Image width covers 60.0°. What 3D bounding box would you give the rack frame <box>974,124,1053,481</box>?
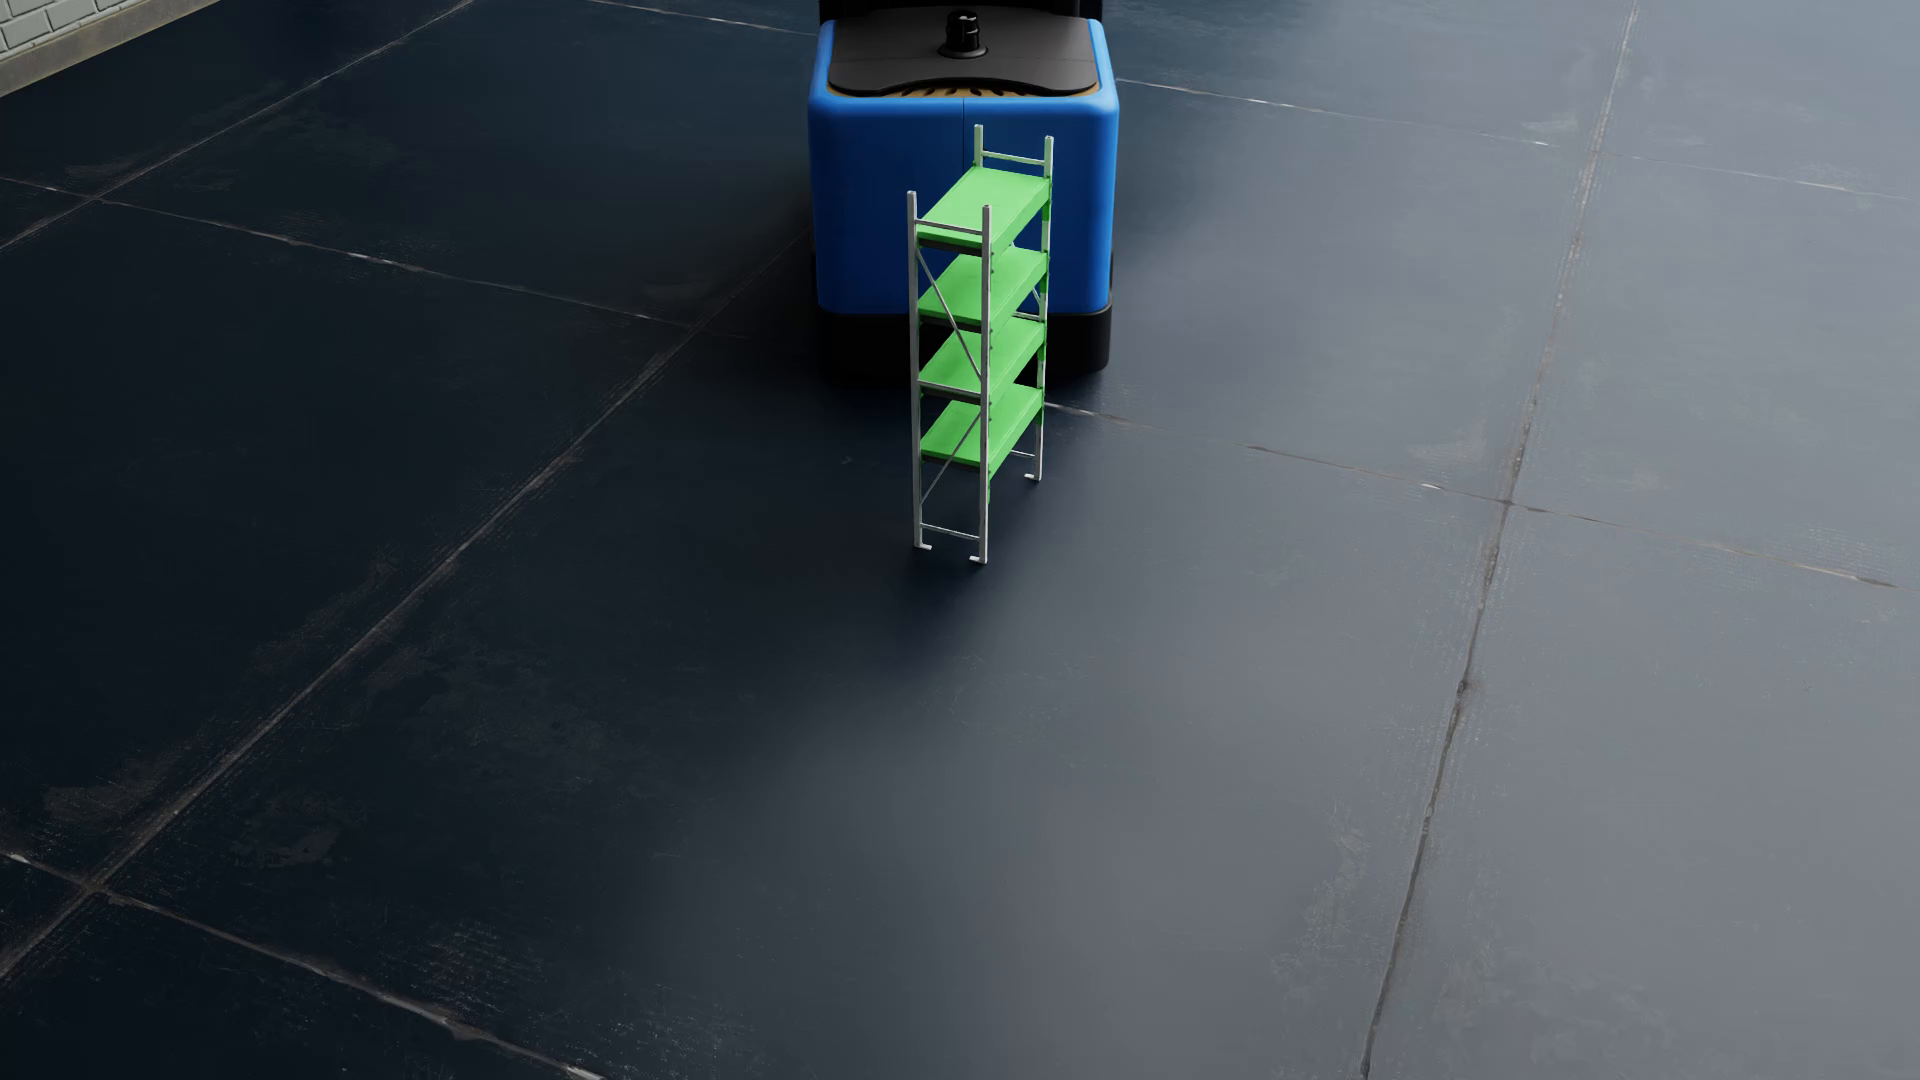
[{"bbox_3d":[0.156,-0.707,5.194,0.240,1.200,0.015,14,39,18],"label":"rack frame"}]

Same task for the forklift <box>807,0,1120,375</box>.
[{"bbox_3d":[0.001,-2.609,6.293,1.130,2.935,3.031,0,37,0],"label":"forklift"}]

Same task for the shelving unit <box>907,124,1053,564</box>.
[{"bbox_3d":[0.063,-0.572,5.013,0.258,1.200,0.503,14,39,18],"label":"shelving unit"}]

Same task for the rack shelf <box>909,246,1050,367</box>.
[{"bbox_3d":[0.063,-0.713,4.908,0.258,0.148,0.480,14,39,18],"label":"rack shelf"}]

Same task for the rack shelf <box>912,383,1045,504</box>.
[{"bbox_3d":[0.063,-0.329,5.195,0.258,0.148,0.480,14,39,18],"label":"rack shelf"}]

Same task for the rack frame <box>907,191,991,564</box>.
[{"bbox_3d":[-0.030,-0.437,4.833,0.240,1.200,0.015,14,39,18],"label":"rack frame"}]

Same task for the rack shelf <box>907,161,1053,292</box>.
[{"bbox_3d":[0.063,-0.906,4.764,0.258,0.148,0.480,14,39,18],"label":"rack shelf"}]

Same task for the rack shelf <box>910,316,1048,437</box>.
[{"bbox_3d":[0.063,-0.521,5.052,0.258,0.148,0.480,14,39,18],"label":"rack shelf"}]
